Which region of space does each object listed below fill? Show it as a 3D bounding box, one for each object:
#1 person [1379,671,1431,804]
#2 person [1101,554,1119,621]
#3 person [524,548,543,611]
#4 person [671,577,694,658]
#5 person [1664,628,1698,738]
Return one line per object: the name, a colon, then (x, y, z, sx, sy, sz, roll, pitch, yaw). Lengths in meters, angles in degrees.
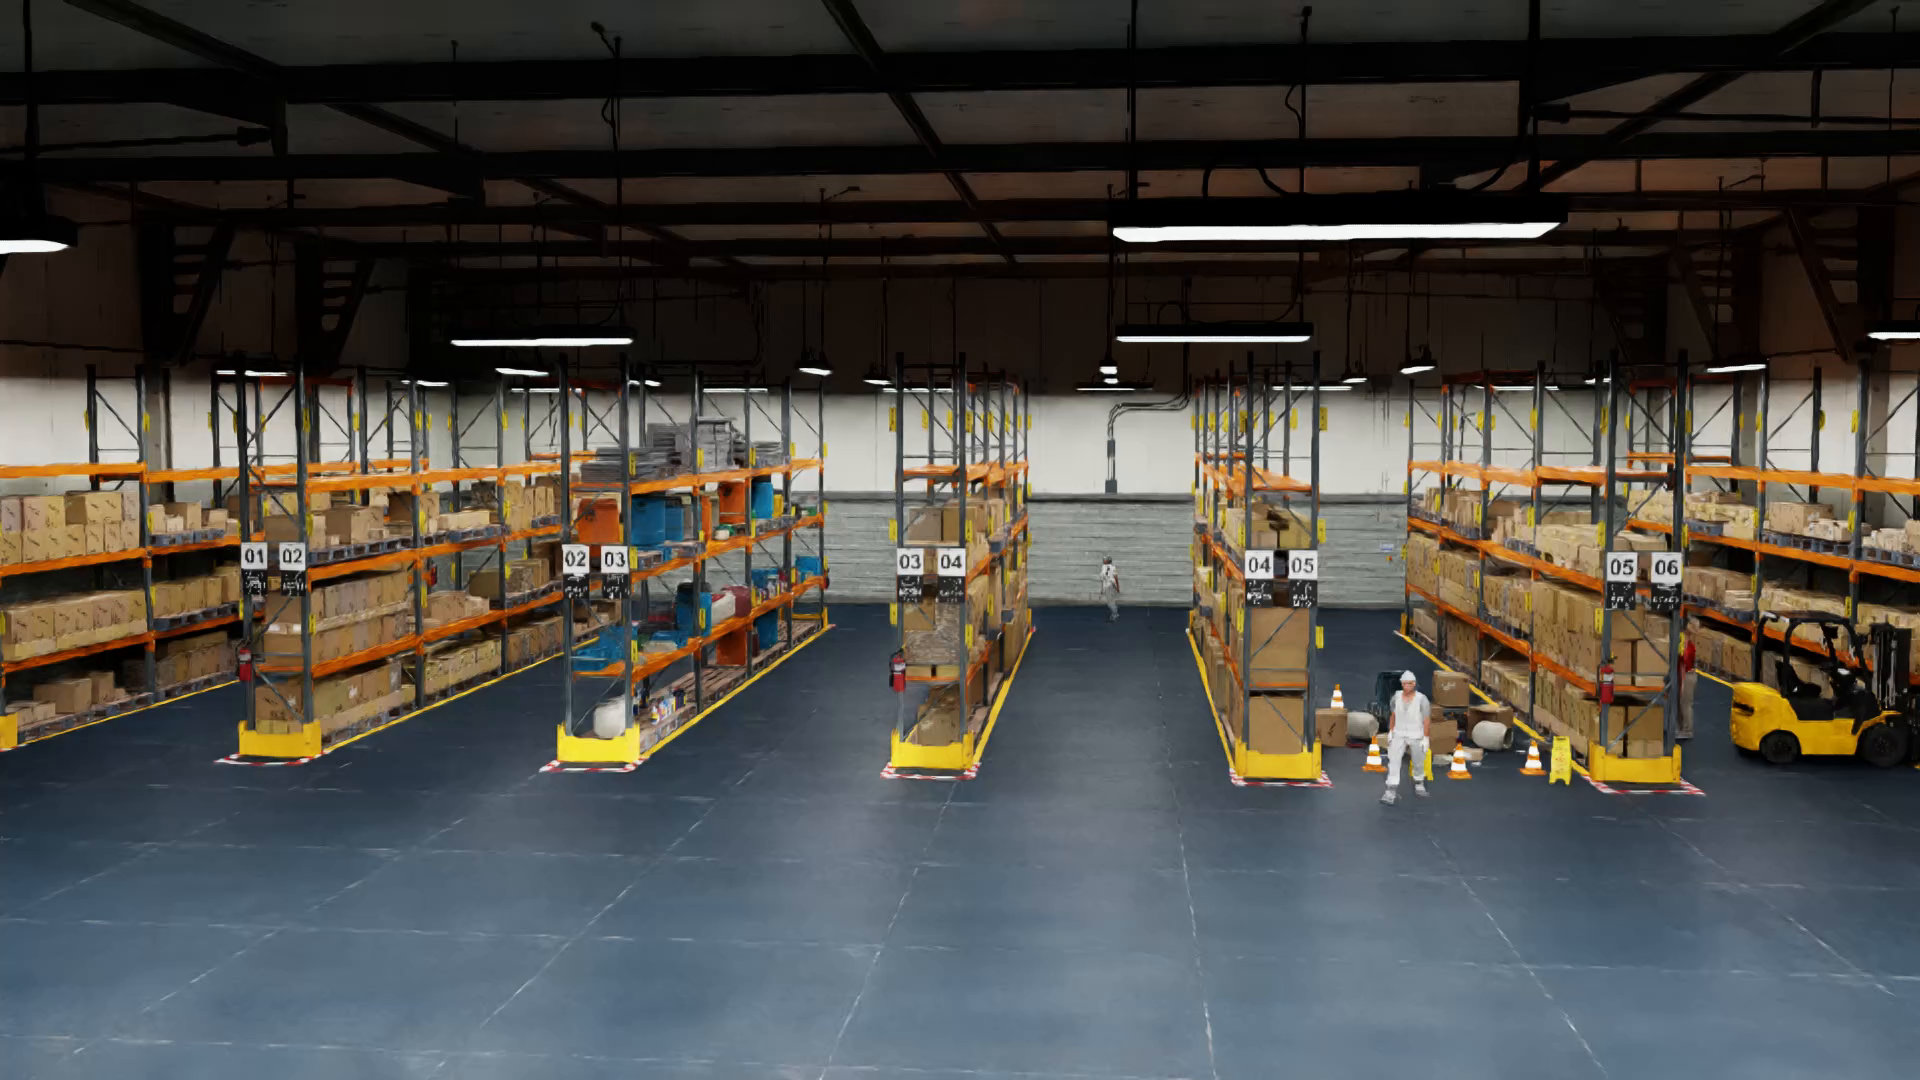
person: (5.867, 2.582, 21.821, 0.591, 1.744, 0.958, 2, 5, 29)
person: (3.796, 1.186, 41.877, 0.480, 1.673, 0.579, -2, 5, -29)
person: (-11.096, 1.059, 42.948, 0.534, 1.758, 0.732, 4, 6, 43)
person: (-5.772, 1.645, 35.168, 0.702, 1.735, 0.549, 0, 4, 4)
person: (11.445, 2.254, 26.399, 0.490, 1.731, 0.588, 3, 5, 36)
